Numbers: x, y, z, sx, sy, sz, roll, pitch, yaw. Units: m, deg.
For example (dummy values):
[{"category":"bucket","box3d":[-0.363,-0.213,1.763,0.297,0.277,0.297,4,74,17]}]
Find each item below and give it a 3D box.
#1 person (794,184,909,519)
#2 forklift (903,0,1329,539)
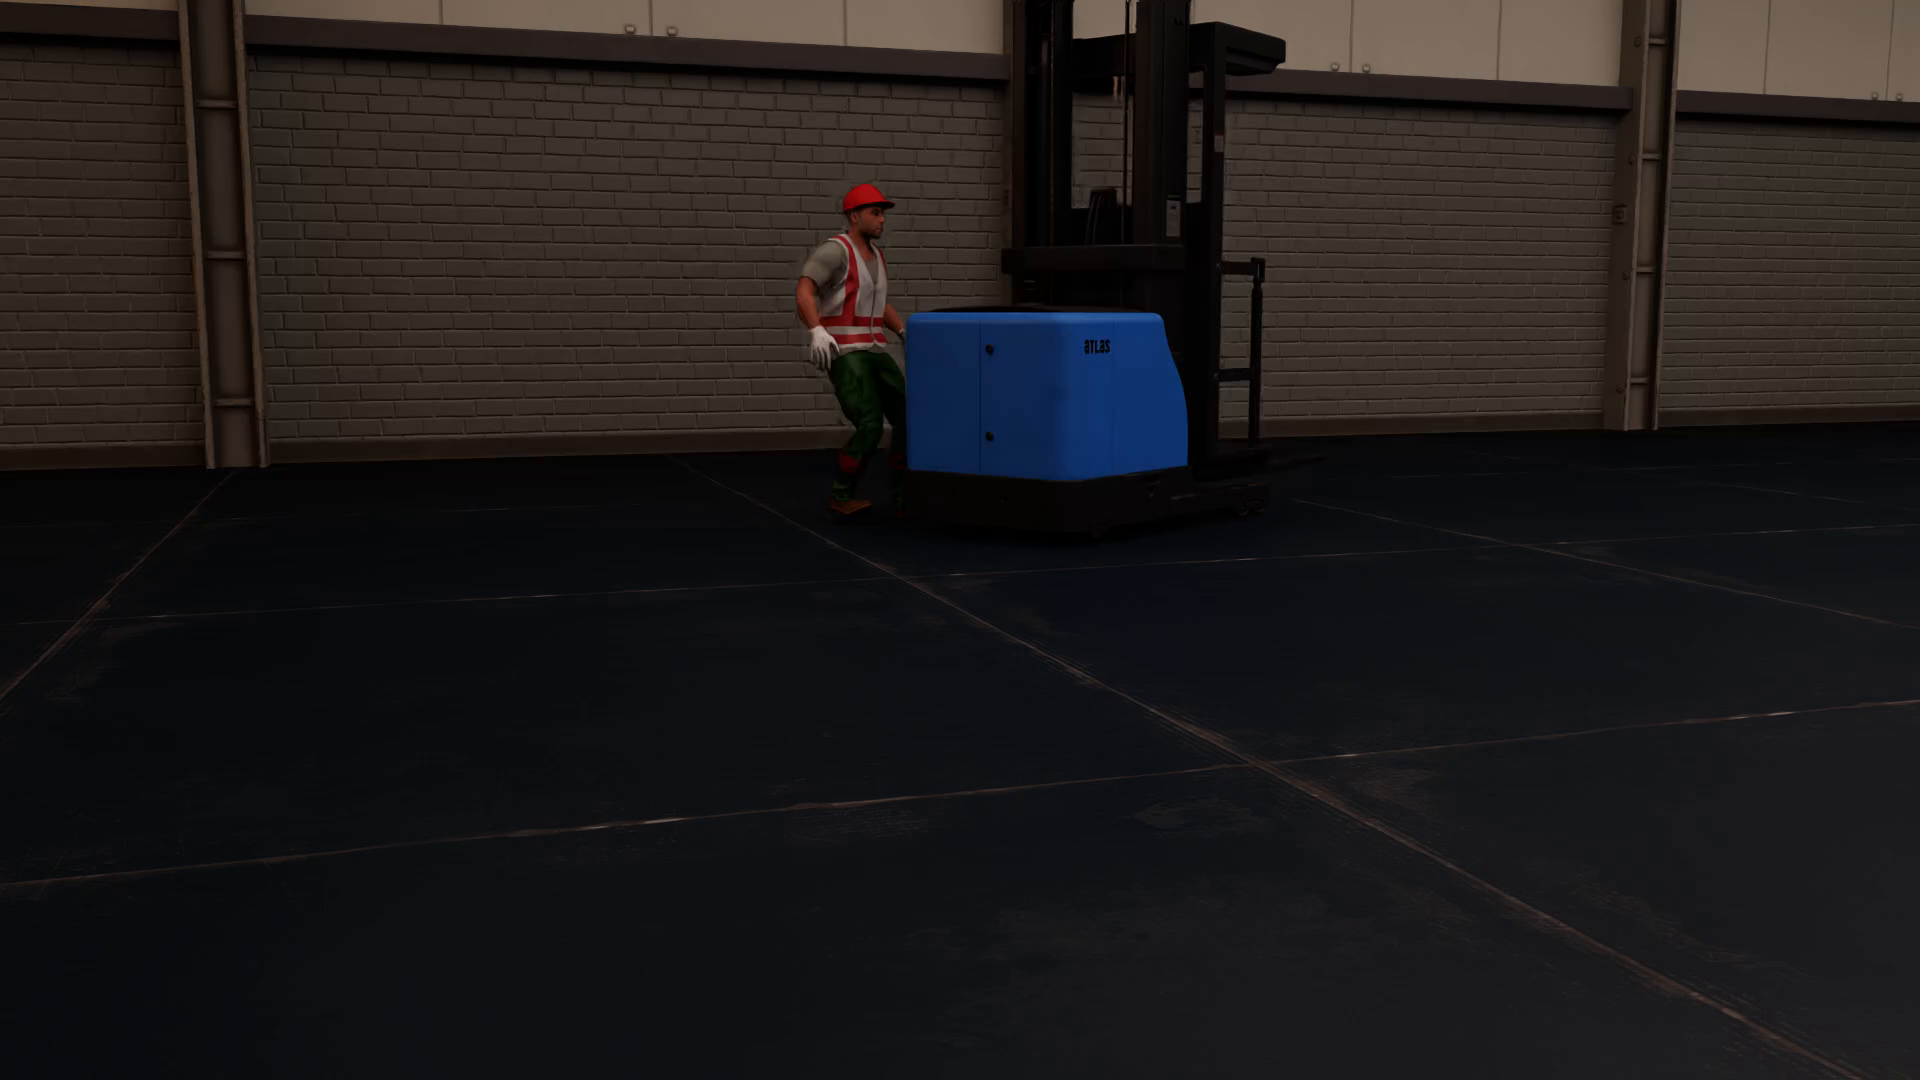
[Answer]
[{"category":"person","box3d":[-0.440,-0.938,8.521,0.571,1.744,0.927,5,9,33]},{"category":"forklift","box3d":[1.027,-1.610,8.887,1.130,2.935,3.031,6,10,38]}]
